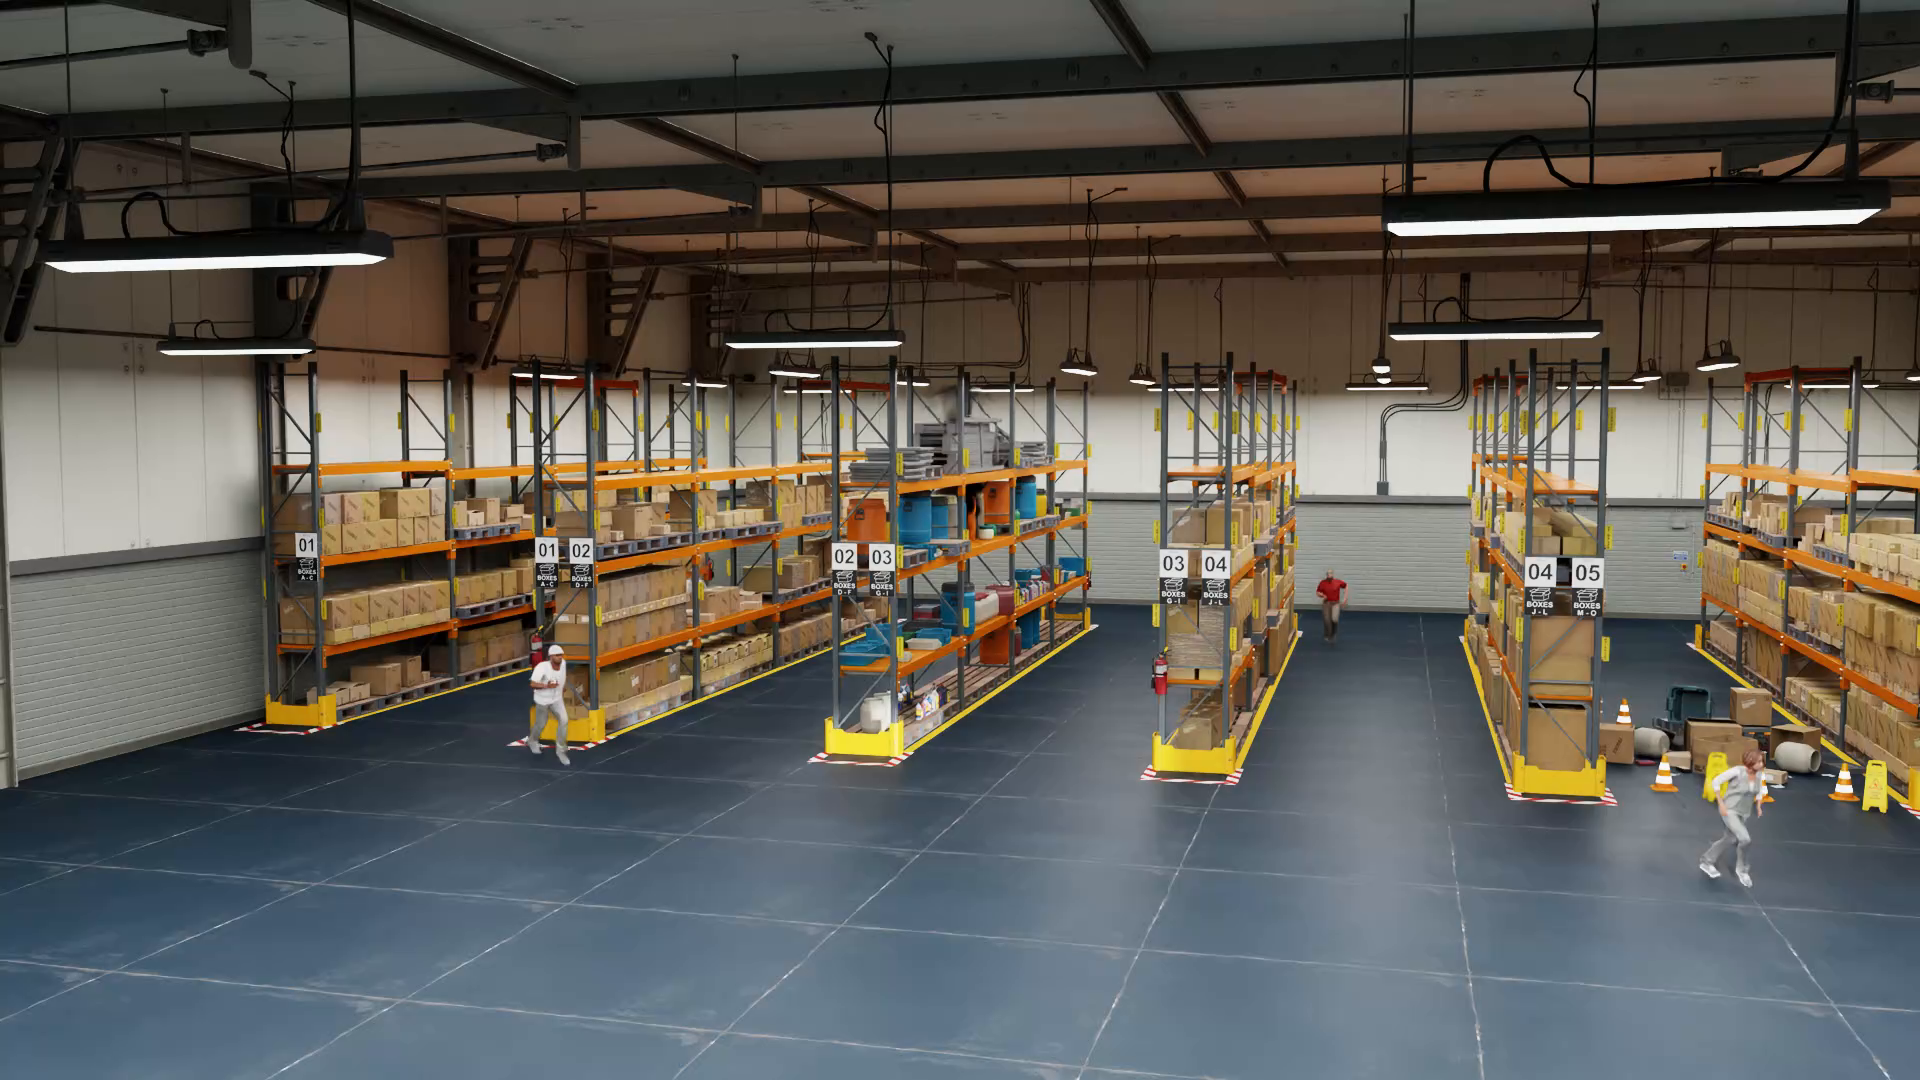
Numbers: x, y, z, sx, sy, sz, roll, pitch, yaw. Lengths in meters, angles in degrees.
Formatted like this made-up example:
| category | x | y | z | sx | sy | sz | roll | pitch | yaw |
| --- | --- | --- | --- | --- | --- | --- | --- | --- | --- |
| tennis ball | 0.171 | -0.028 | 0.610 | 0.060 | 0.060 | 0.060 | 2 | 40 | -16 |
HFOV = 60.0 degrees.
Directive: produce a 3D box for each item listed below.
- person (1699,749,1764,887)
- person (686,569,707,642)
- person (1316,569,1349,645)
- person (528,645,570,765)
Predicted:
| category | x | y | z | sx | sy | sz | roll | pitch | yaw |
| --- | --- | --- | --- | --- | --- | --- | --- | --- | --- |
| person | 8.428 | 2.988 | 18.145 | 0.560 | 1.526 | 0.735 | -1 | 4 | -19 |
| person | -5.970 | 1.509 | 37.292 | 0.655 | 1.774 | 0.845 | 1 | 4 | 13 |
| person | 8.394 | 1.505 | 37.546 | 0.679 | 1.711 | 0.863 | 2 | 4 | 22 |
| person | -6.118 | 2.415 | 24.615 | 0.694 | 1.775 | 0.981 | -4 | 5 | -42 |
